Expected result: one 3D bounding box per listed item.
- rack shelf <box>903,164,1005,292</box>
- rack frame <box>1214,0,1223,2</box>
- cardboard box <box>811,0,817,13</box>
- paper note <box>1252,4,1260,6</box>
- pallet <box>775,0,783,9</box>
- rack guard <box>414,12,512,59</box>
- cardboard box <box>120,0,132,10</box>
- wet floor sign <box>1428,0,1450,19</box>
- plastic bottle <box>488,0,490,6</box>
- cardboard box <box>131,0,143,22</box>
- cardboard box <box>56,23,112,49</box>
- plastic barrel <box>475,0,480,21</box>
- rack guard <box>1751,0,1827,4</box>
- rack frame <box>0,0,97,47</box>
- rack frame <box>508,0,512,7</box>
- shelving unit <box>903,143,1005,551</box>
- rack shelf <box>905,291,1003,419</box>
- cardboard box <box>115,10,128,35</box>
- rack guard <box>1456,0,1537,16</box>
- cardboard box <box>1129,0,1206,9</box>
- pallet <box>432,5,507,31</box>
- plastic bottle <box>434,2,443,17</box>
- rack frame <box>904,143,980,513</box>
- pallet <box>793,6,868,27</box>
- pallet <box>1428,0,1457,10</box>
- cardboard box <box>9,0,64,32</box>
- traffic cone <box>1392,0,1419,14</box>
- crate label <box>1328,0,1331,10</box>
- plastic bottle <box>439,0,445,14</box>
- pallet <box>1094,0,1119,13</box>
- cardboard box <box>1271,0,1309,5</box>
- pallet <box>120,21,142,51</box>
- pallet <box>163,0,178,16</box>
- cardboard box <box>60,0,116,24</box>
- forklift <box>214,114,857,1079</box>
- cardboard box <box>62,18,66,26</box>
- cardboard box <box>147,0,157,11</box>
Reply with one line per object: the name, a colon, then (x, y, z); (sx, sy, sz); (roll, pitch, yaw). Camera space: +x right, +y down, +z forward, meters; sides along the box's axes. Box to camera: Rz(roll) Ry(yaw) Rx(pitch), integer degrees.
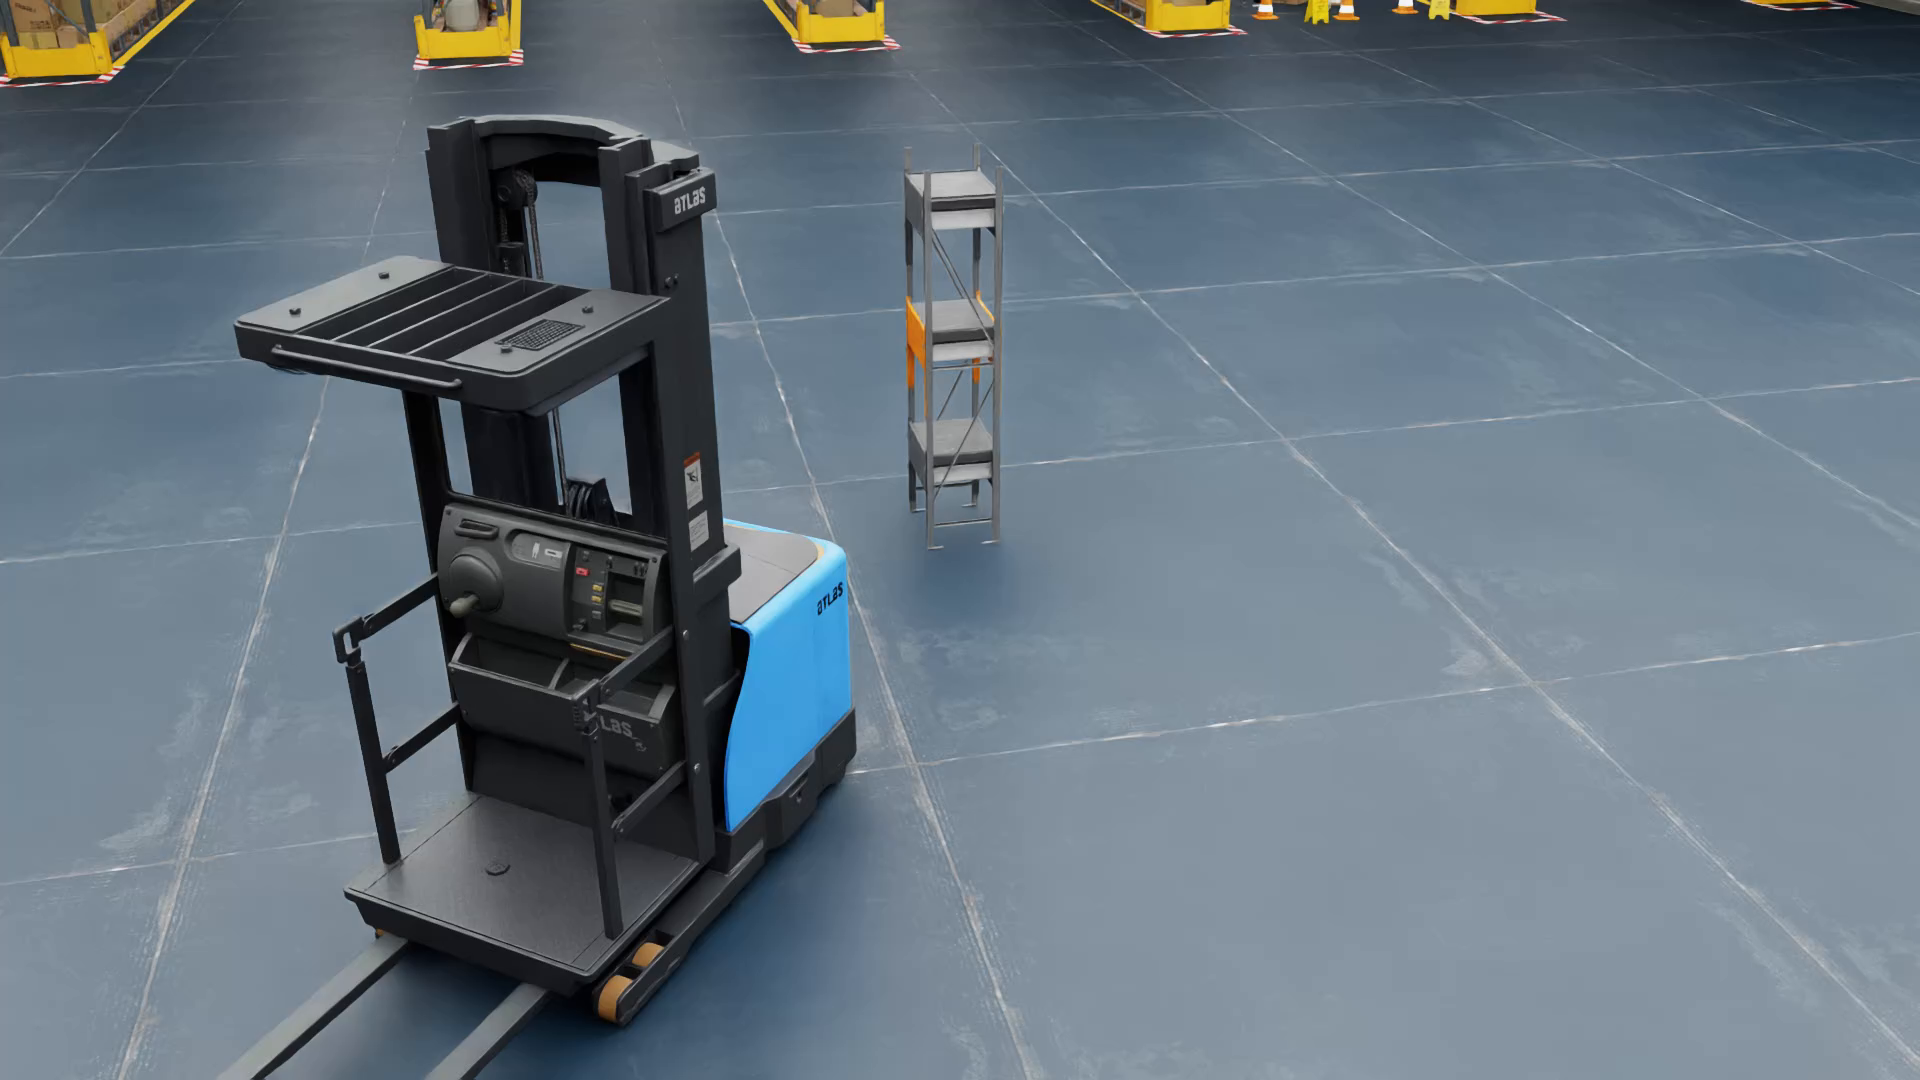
rack shelf: (-0.037, -1.623, 8.612); (0.431, 0.518, 0.480); (-6, 27, -12)
rack frame: (3.236, -8.666, 23.090); (1.000, 3.000, 0.127); (-6, 27, -12)
cardboard box: (-1.912, -7.813, 23.708); (0.500, 0.500, 0.500); (1, 27, 2)
paper note: (4.546, -8.182, 25.429); (0.144, 0.017, 0.142); (3, 27, 6)
pallet: (-2.335, -8.426, 25.710); (1.003, 0.211, 1.213); (-6, 27, -12)
rack guard: (-6.508, -6.616, 21.803); (1.175, 0.500, 0.348); (-6, 27, -12)
cardboard box: (-11.511, -7.414, 22.363); (0.500, 0.500, 0.500); (-6, 27, -12)
wet floor sign: (7.036, -7.970, 24.324); (0.267, 0.644, 0.232); (3, 27, 6)
plastic bottle: (-6.772, -7.889, 24.085); (0.152, 0.276, 0.135); (-5, 27, -11)
cardboard box: (-11.626, -7.298, 22.966); (0.500, 0.250, 0.500); (-6, 27, -12)
cardboard box: (-11.176, -6.420, 21.226); (0.500, 0.250, 0.500); (-6, 27, -12)
plastic barrel: (-6.781, -7.282, 22.642); (0.421, 0.512, 0.421); (0, 27, 0)
rack guard: (12.876, -8.592, 25.718); (1.175, 0.500, 0.348); (-6, 27, -12)
rack frame: (-11.272, -7.202, 20.190); (1.000, 3.000, 0.127); (-6, 27, -12)
rack frame: (-7.346, -9.460, 24.663); (1.000, 3.000, 0.127); (-6, 27, -12)
shelving unit: (-0.037, -1.010, 8.921); (0.431, 2.100, 0.503); (-6, 27, -12)
rack shelf: (-0.037, -0.998, 8.927); (0.431, 0.518, 0.480); (-6, 27, -12)
cardboard box: (-11.404, -6.859, 22.095); (0.500, 0.250, 0.500); (-6, 27, -12)
rack guard: (8.019, -8.130, 24.803); (1.175, 0.500, 0.348); (-6, 27, -12)
cardboard box: (3.019, -8.196, 24.051); (0.875, 0.875, 0.875); (-6, 27, -11)
pallet: (-6.957, -7.379, 23.635); (1.003, 0.211, 1.213); (-6, 27, -12)
plastic bottle: (-7.286, -7.412, 23.224); (0.097, 0.201, 0.097); (0, 27, 0)
rack frame: (-0.092, -1.117, 9.133); (0.400, 2.100, 0.015); (-6, 27, -12)
pallet: (-1.785, -7.355, 23.588); (1.003, 0.211, 1.213); (-6, 27, -12)
pallet: (7.870, -8.362, 25.582); (1.003, 0.211, 1.213); (-6, 27, -12)
cardboard box: (-11.682, -6.702, 20.953); (0.500, 0.500, 0.500); (-6, 27, -12)
traffic cone: (6.682, -8.138, 24.860); (0.336, 0.463, 0.334); (-6, 27, -12)
crate label: (5.440, -8.069, 25.086); (0.250, 0.136, 0.298); (-23, 35, -38)
plastic bottle: (-7.316, -7.559, 23.432); (0.152, 0.276, 0.135); (-6, 27, -11)
pallet: (2.708, -8.298, 25.457); (1.003, 0.211, 1.213); (-6, 27, -12)
cardboard box: (5.173, -8.612, 25.755); (0.637, 0.503, 0.797); (19, 32, 32)
pallet: (-11.756, -6.823, 22.534); (1.003, 0.211, 1.213); (-6, 27, -12)
pallet: (-12.377, -8.033, 24.931); (1.003, 0.211, 1.213); (-6, 27, -12)
cardboard box: (-11.290, -6.974, 21.492); (0.500, 0.500, 0.500); (-6, 27, -12)
forklift: (-1.531, 0.175, 5.651); (1.130, 2.935, 3.031); (12, 29, 22)
cardboard box: (-11.805, -6.586, 21.555); (0.500, 0.250, 0.500); (-6, 27, -12)
cardboard box: (-11.856, -7.737, 23.835); (0.500, 0.250, 0.500); (-6, 27, -12)
